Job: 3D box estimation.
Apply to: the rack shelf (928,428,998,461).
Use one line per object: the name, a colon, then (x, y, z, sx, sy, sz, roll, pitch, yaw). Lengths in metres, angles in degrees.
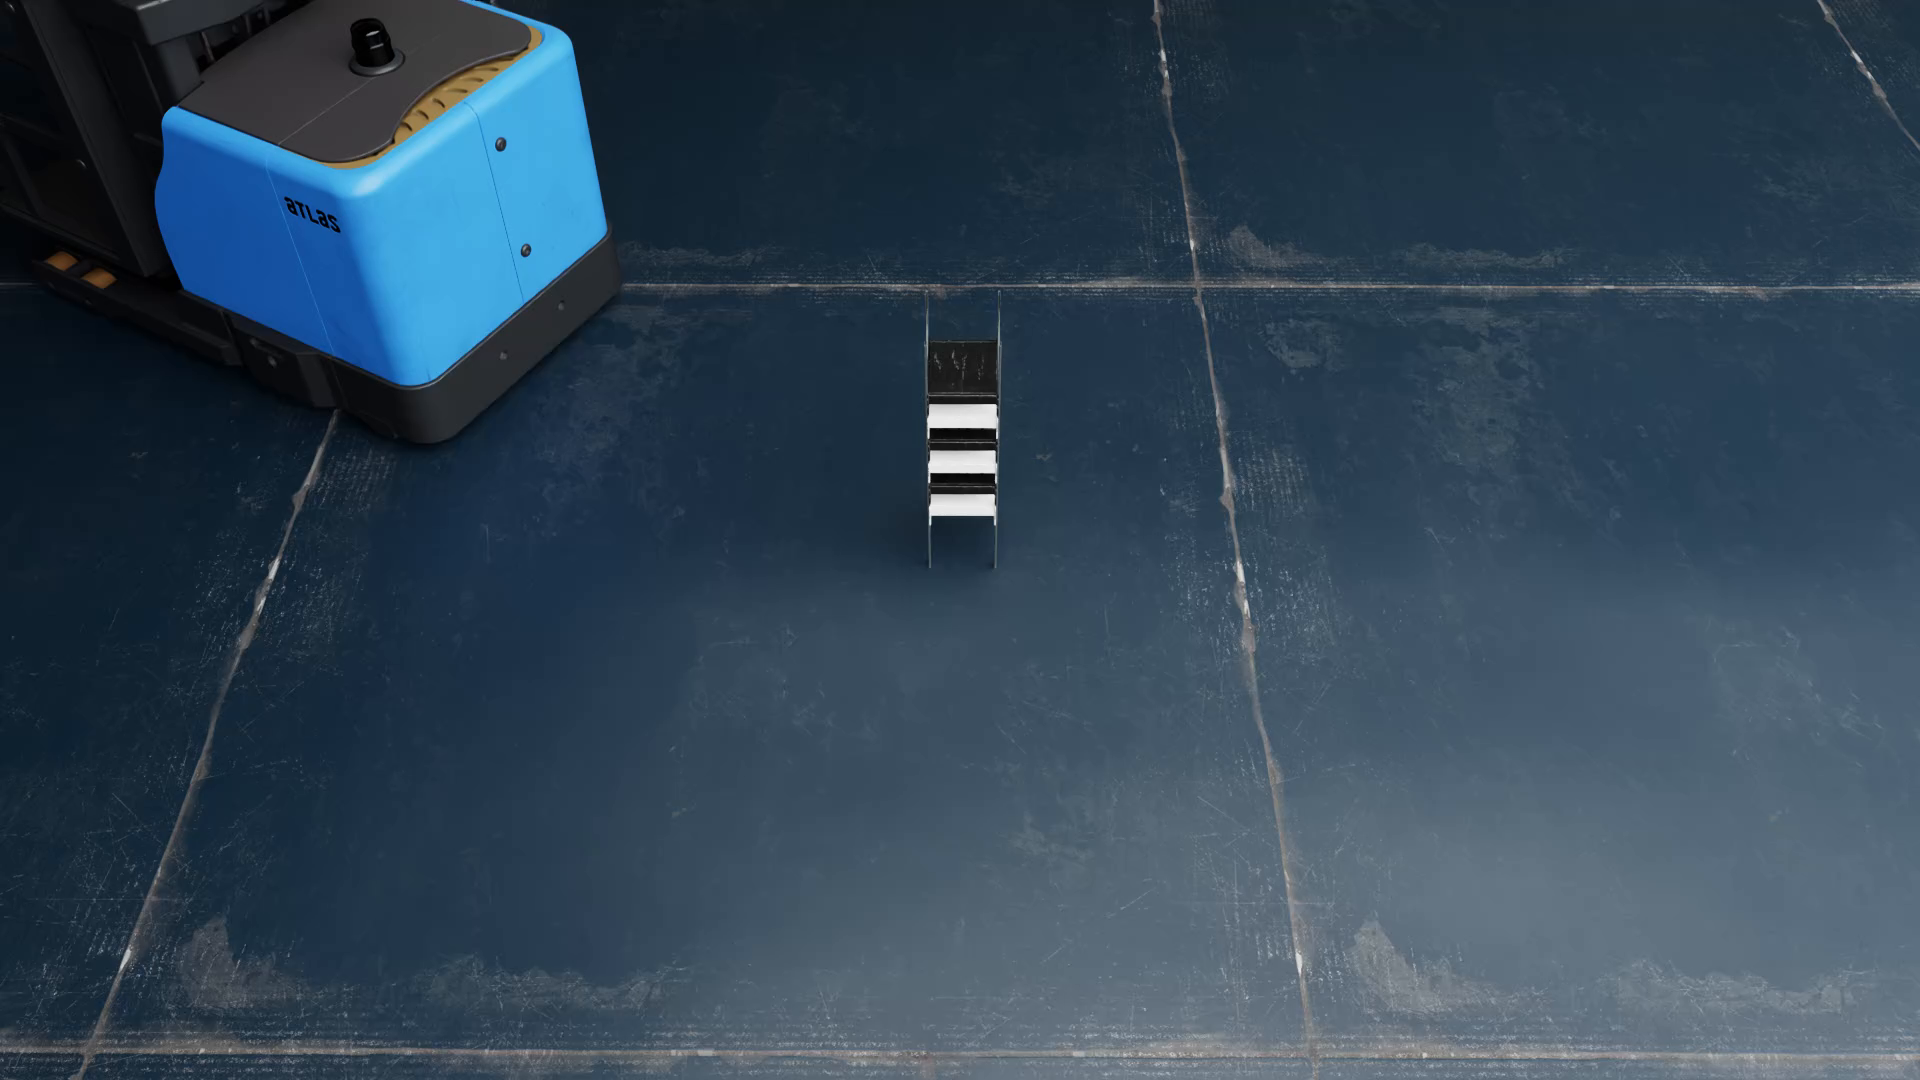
rack shelf: (0.008, -0.345, 4.879, 0.200, 0.077, 0.258, 0, 47, 0)

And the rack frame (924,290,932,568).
rack frame: (-0.094, -0.307, 4.921, 0.006, 0.900, 0.240, 0, 47, 0)

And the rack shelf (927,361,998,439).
rack shelf: (0.008, -0.406, 4.813, 0.200, 0.077, 0.258, 0, 47, 0)

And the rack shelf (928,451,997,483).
rack shelf: (0.008, -0.284, 4.945, 0.200, 0.077, 0.258, 0, 47, 0)

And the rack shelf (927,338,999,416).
rack shelf: (0.008, -0.468, 4.747, 0.200, 0.077, 0.258, 0, 47, 0)

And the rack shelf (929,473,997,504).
rack shelf: (0.008, -0.223, 5.011, 0.200, 0.077, 0.258, 0, 47, 0)

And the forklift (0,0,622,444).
forklift: (-2.757, -2.122, 5.223, 3.031, 2.935, 1.130, 23, 51, 20)

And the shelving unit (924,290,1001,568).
shelving unit: (0.008, -0.307, 4.921, 0.210, 0.900, 0.258, 0, 47, 0)

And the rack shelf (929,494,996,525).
rack shelf: (0.008, -0.161, 5.077, 0.200, 0.077, 0.258, 0, 47, 0)

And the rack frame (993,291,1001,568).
rack frame: (0.110, -0.306, 4.920, 0.006, 0.900, 0.240, 0, 47, 0)
